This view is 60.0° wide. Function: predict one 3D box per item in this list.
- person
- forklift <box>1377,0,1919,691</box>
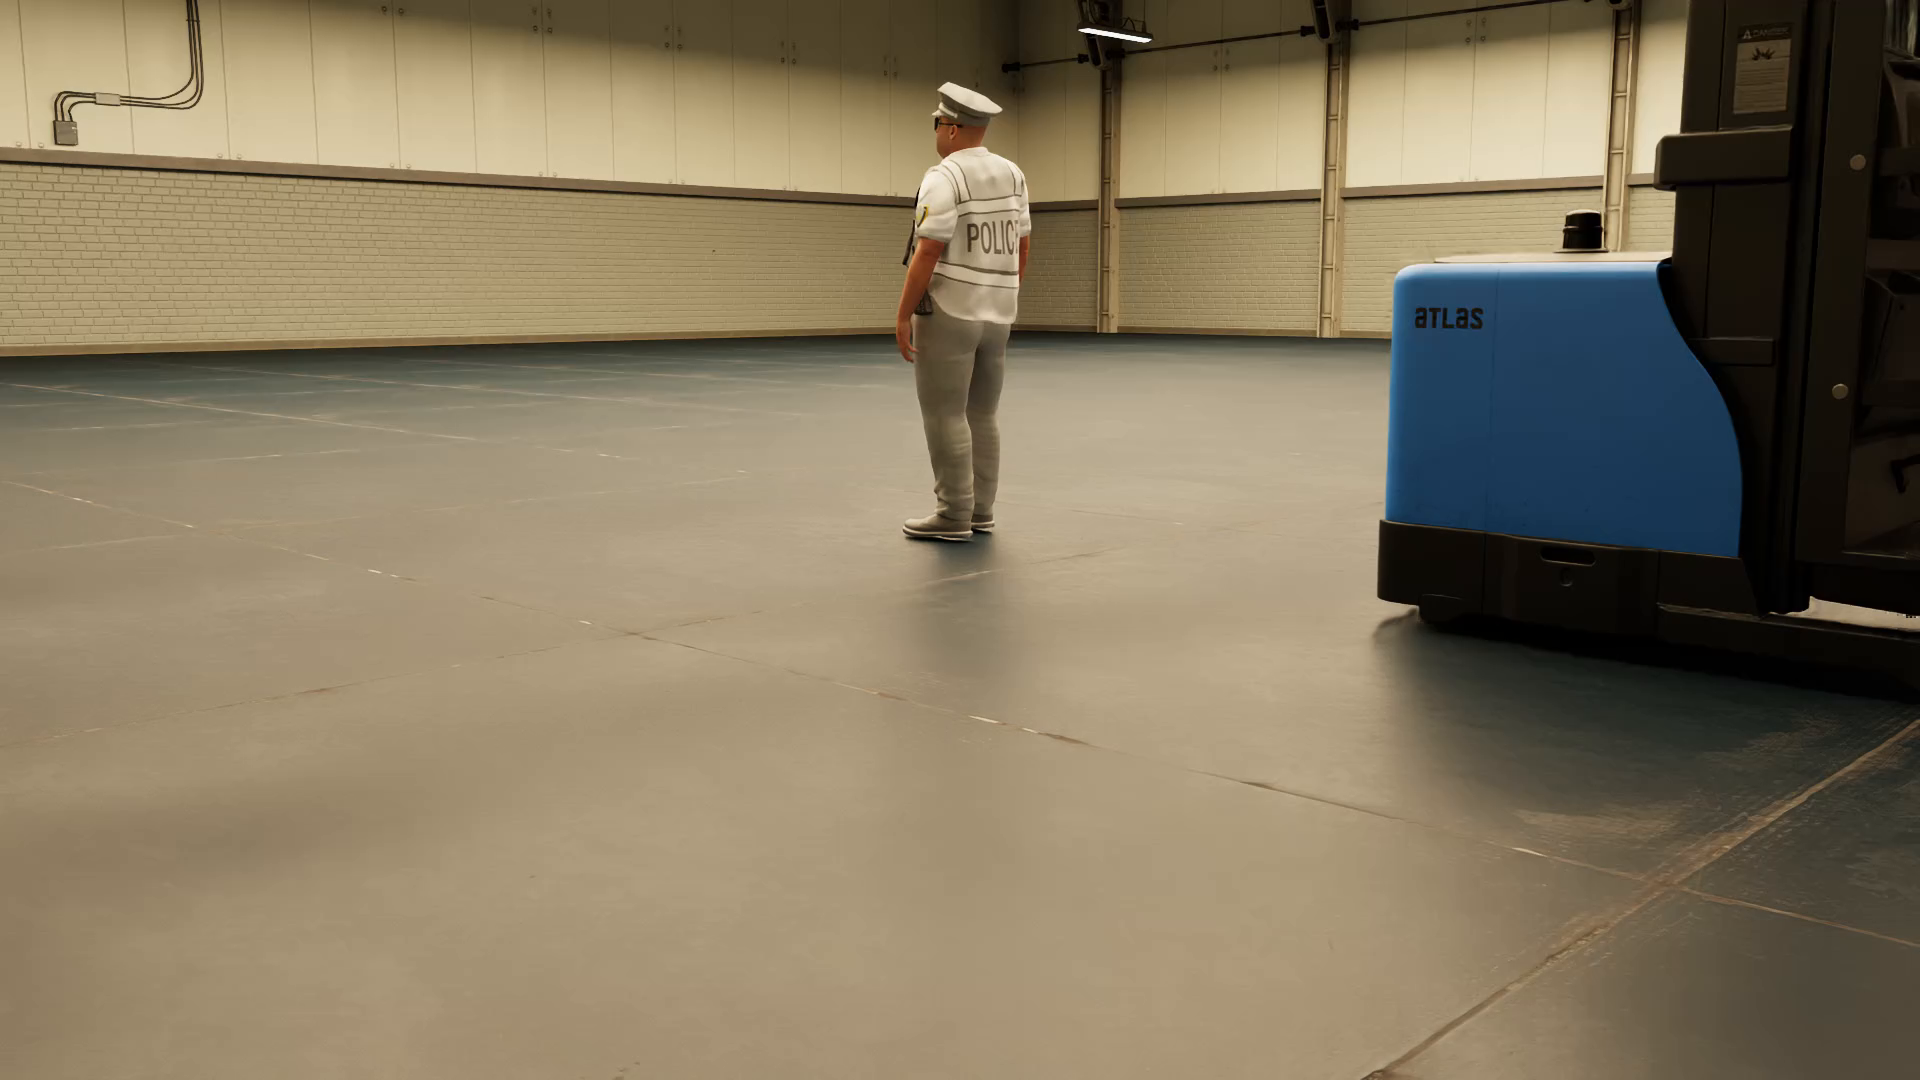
[{"bbox_3d":[-0.048,-0.899,6.645,0.574,1.781,0.641,8,12,43],"label":"person"},{"bbox_3d":[2.699,-1.106,4.219,3.031,2.935,1.130,8,12,42],"label":"forklift"}]
